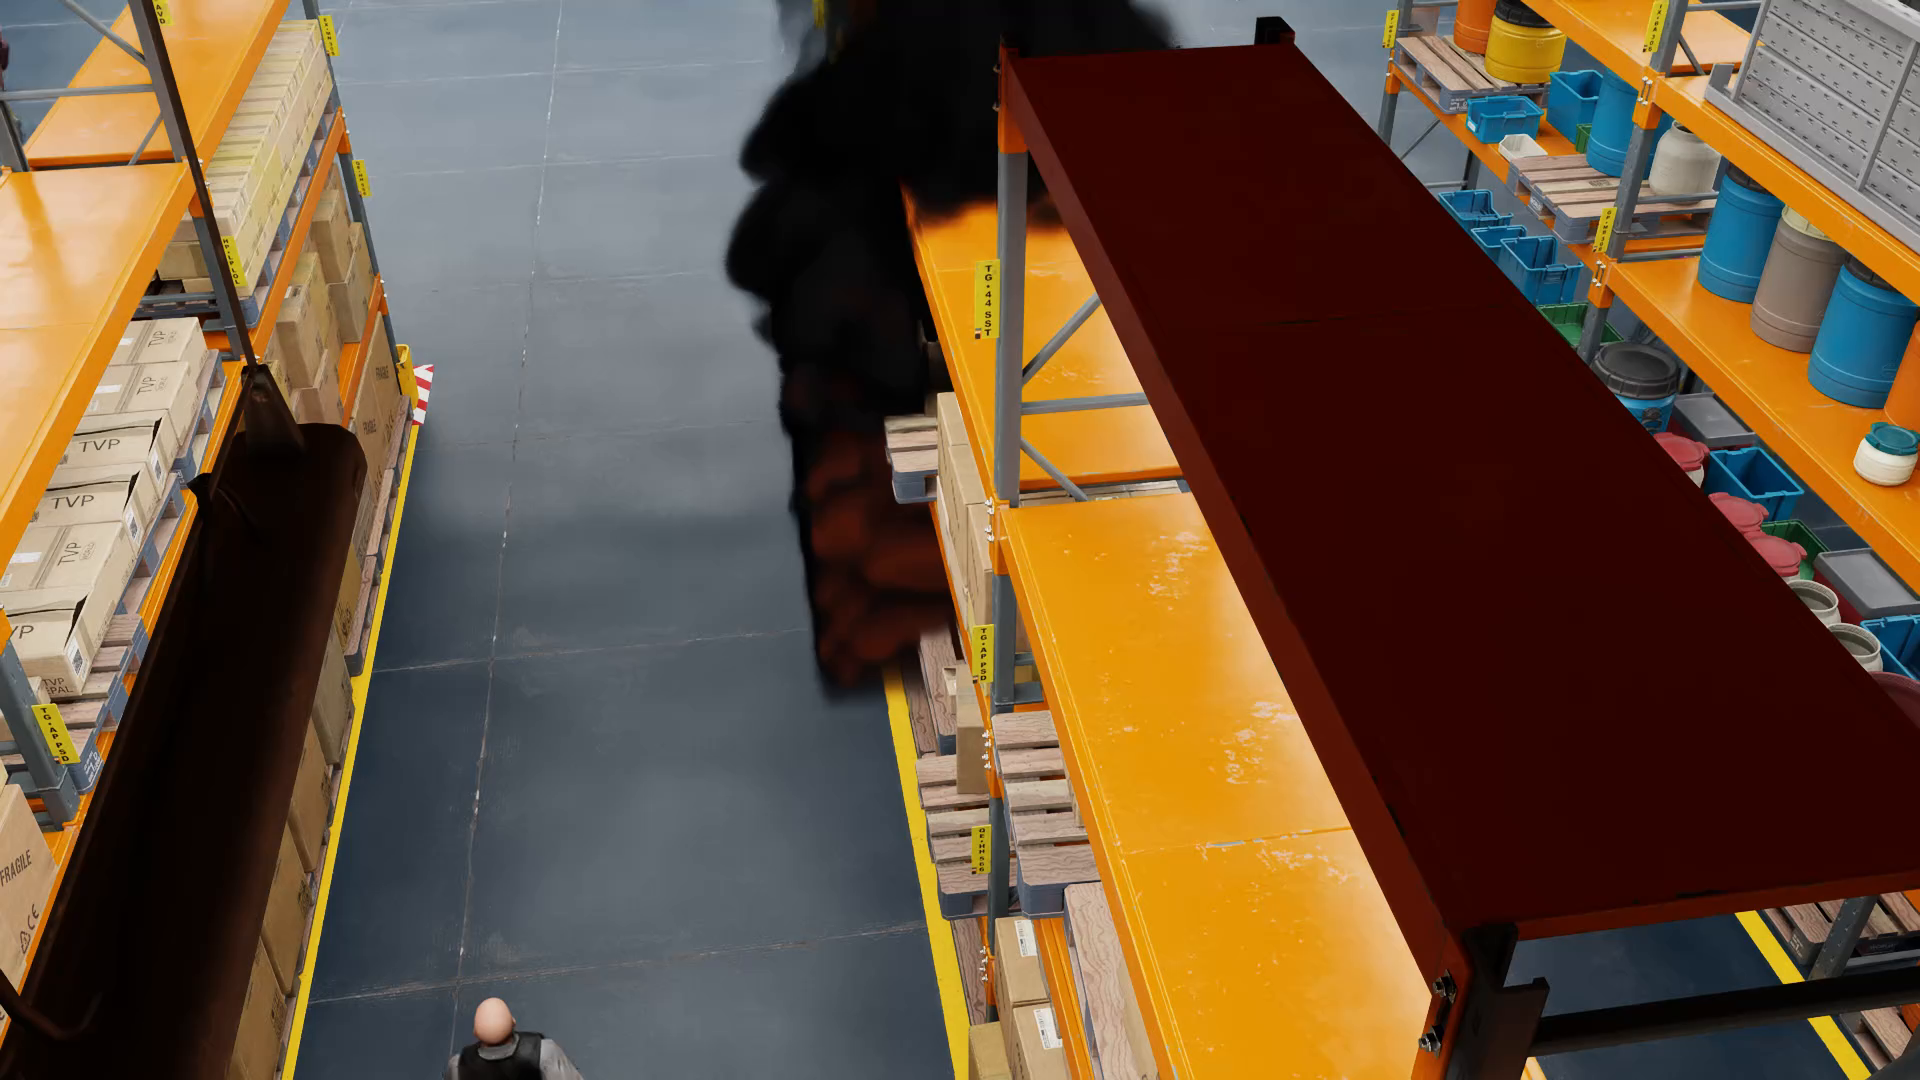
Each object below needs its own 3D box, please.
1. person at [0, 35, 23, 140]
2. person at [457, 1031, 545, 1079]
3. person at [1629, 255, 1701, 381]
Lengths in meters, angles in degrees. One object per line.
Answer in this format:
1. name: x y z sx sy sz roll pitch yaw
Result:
1. person: -11.354 -5.369 19.319 0.653 1.715 0.660 22 41 27
2. person: -2.028 2.868 7.854 0.446 1.595 0.596 -13 38 -17
3. person: 6.190 -2.181 14.306 0.667 1.683 0.731 -10 37 -13
